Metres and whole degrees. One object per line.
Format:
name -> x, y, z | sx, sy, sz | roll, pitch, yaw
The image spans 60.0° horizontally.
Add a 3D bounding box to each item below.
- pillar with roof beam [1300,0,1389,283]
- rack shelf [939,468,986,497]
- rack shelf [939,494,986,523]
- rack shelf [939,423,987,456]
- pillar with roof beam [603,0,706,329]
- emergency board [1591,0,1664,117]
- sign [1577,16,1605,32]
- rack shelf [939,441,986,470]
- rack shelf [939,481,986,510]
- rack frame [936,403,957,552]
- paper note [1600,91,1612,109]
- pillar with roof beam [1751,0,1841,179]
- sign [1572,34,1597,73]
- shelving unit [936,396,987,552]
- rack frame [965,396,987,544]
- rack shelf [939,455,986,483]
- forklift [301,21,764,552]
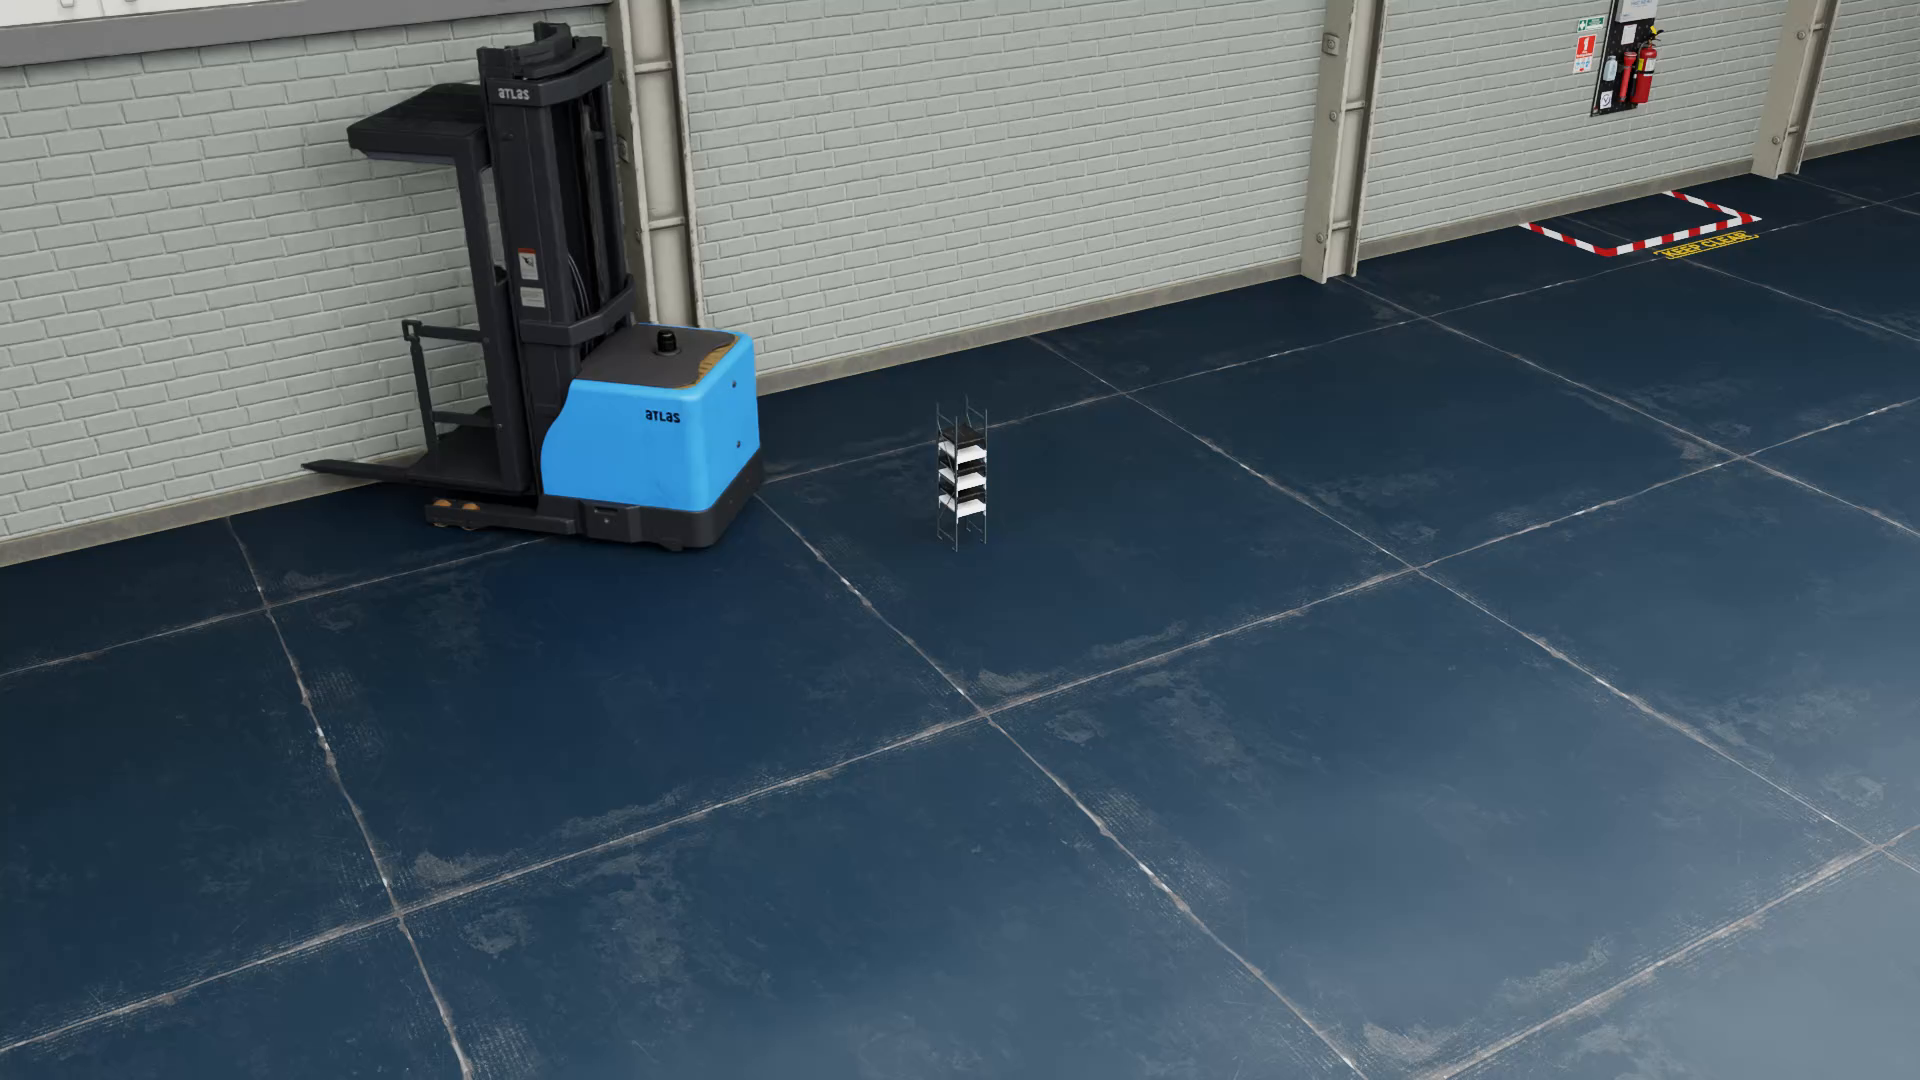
pillar with roof beam -> 5.366, -4.452, 9.005 | 0.400, 9.000, 9.100 | -16, 33, -26
rack shelf -> 0.007, -0.367, 10.052 | 0.200, 0.077, 0.258 | -16, 33, -26
rack shelf -> 0.007, -0.209, 10.139 | 0.200, 0.077, 0.258 | -16, 33, -26
rack shelf -> 0.007, -0.603, 9.922 | 0.200, 0.077, 0.258 | -16, 33, -26
pillar with roof beam -> 0.193, -2.984, 6.343 | 0.400, 9.000, 9.100 | -16, 33, -26
emergency board -> 6.208, -4.499, 15.298 | 0.643, 1.169, 0.194 | -16, 33, -26
sign -> 5.688, -4.652, 14.989 | 0.331, 0.109, 0.001 | -16, 33, -26
rack shelf -> 0.007, -0.524, 9.965 | 0.200, 0.077, 0.258 | -16, 33, -26
rack shelf -> 0.007, -0.288, 10.096 | 0.200, 0.077, 0.258 | -16, 33, -26
rack frame -> -0.081, -0.371, 9.991 | 0.006, 0.900, 0.240 | -16, 33, -26
paper note -> 6.021, -4.099, 15.484 | 0.142, 0.148, 0.016 | -16, 33, -26
pillar with roof beam -> 10.539, -5.921, 11.666 | 0.400, 9.000, 9.100 | -16, 33, -26
sign -> 5.679, -4.422, 15.122 | 0.234, 0.329, 0.001 | -16, 33, -26
shelving unit -> 0.007, -0.396, 10.036 | 0.210, 0.900, 0.258 | -16, 33, -26
rack frame -> 0.095, -0.421, 10.081 | 0.006, 0.900, 0.240 | -16, 33, -26
rack shelf -> 0.007, -0.446, 10.009 | 0.200, 0.077, 0.258 | -16, 33, -26
forklift -> -2.848, -1.582, 10.083 | 3.031, 2.935, 1.130 | 7, 30, 12
